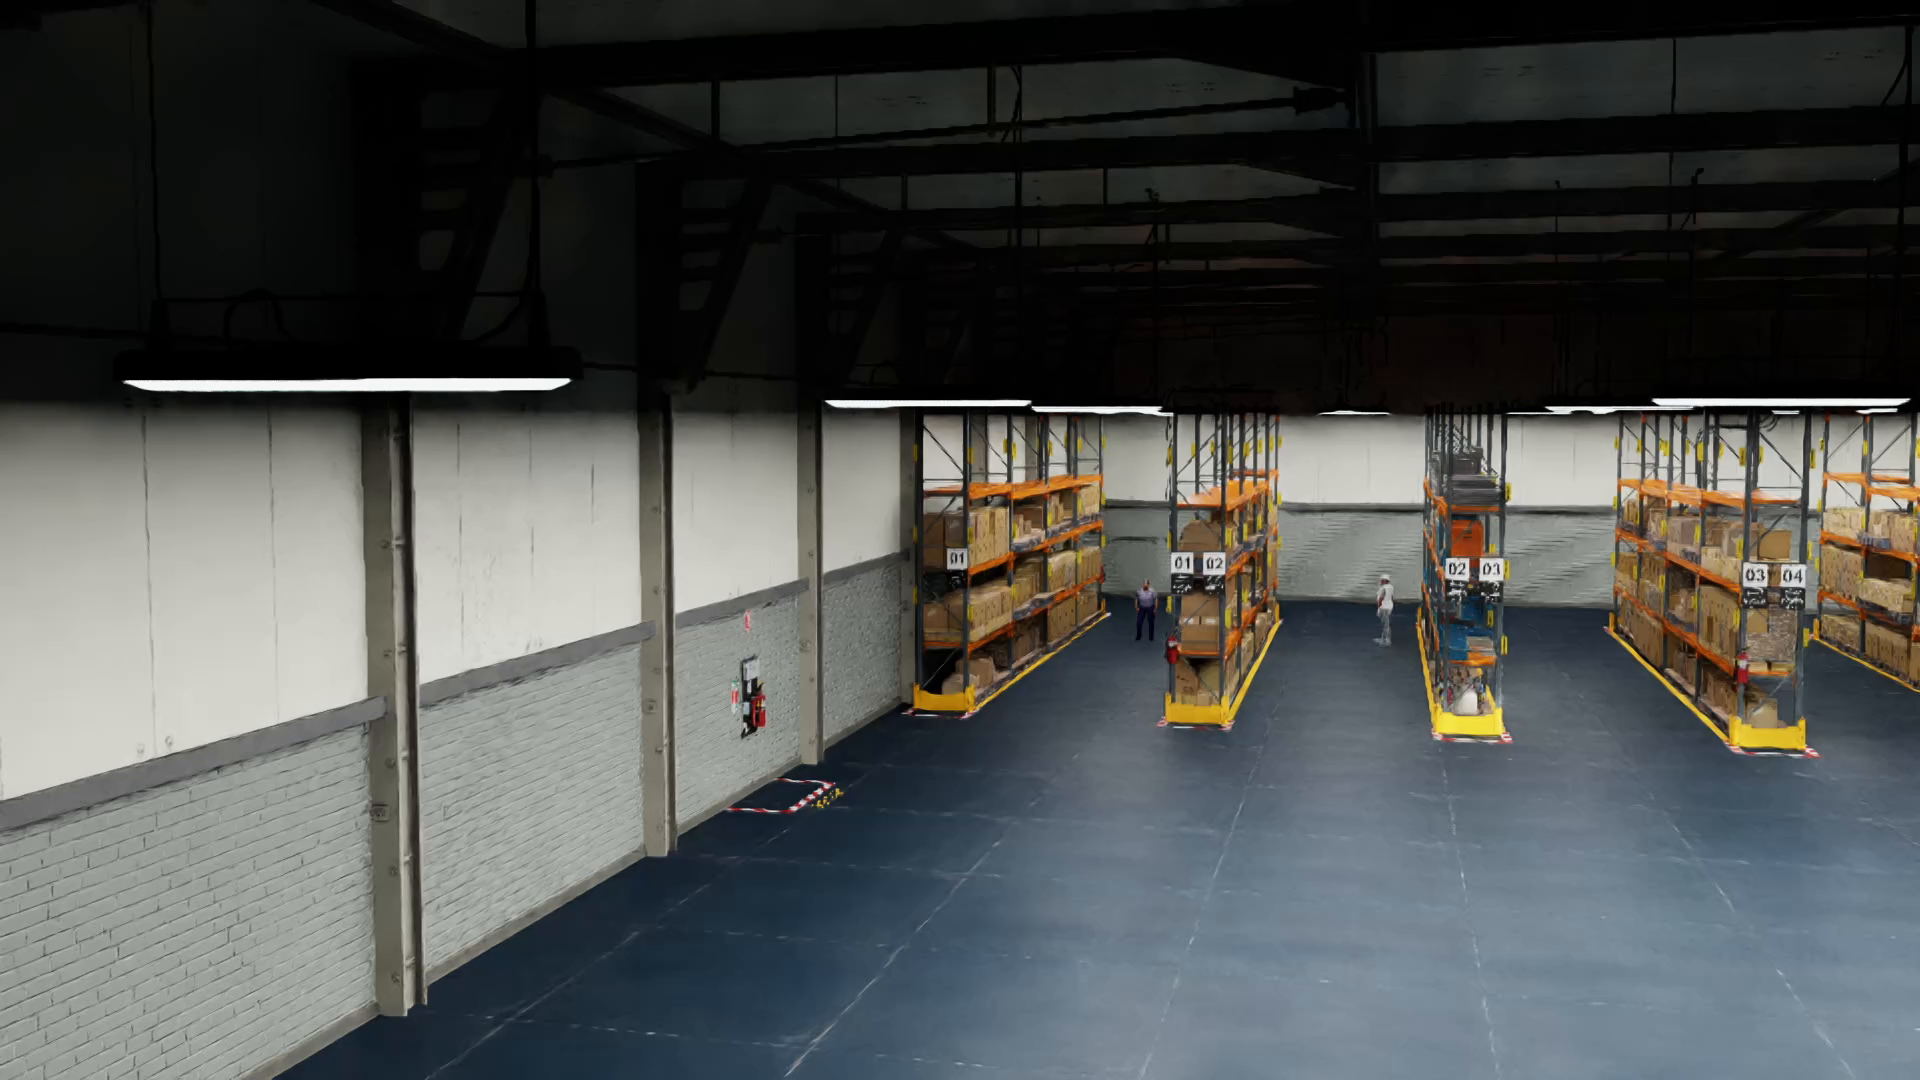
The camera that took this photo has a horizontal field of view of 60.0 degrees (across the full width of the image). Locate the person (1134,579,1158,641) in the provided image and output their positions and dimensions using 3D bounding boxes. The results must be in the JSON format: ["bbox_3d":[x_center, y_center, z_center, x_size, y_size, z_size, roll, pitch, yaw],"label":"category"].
[{"bbox_3d":[4.755,1.791,42.568,0.608,1.596,0.509,1,4,12],"label":"person"}]

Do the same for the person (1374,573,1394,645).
[{"bbox_3d":[10.676,1.726,41.874,0.583,1.783,0.670,3,5,37],"label":"person"}]
